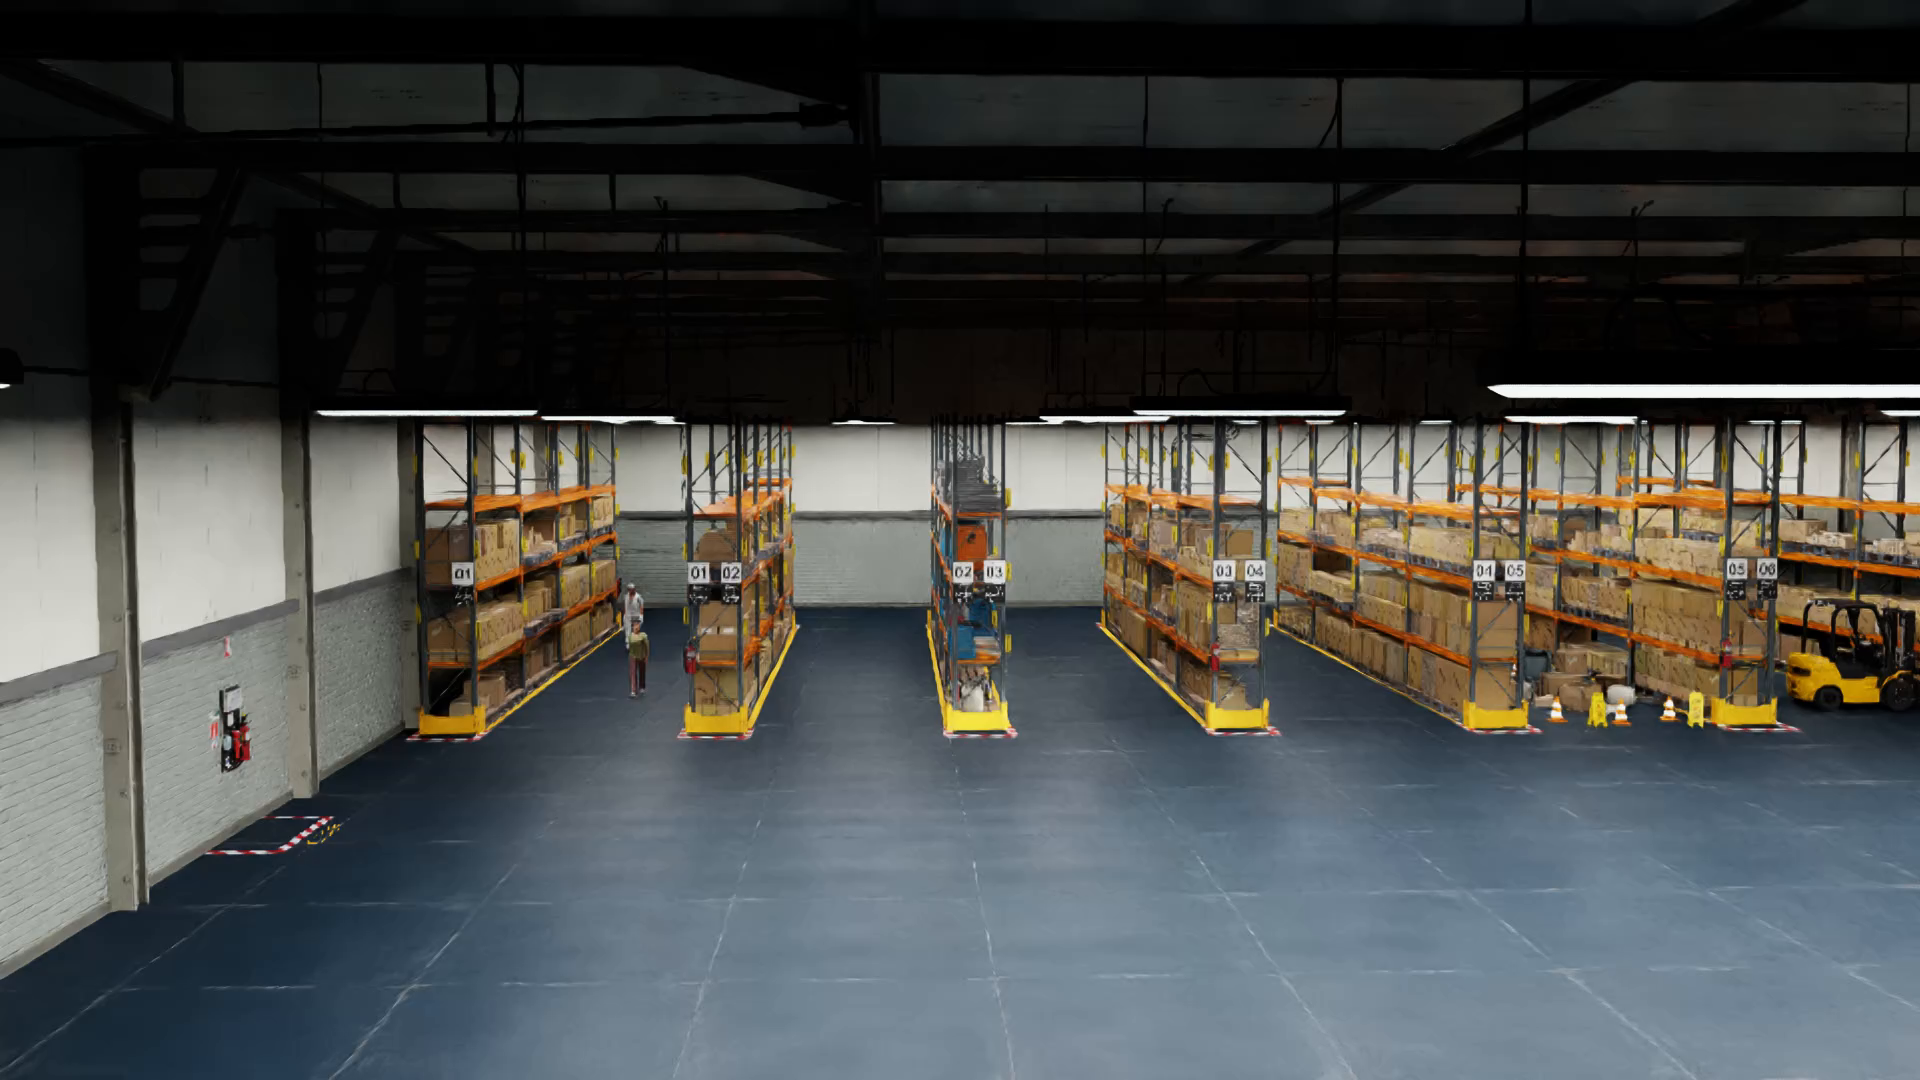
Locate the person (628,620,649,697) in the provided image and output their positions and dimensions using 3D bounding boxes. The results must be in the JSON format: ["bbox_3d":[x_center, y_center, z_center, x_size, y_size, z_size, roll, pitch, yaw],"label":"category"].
[{"bbox_3d":[-6.845,2.501,35.424,0.458,1.612,1.015,0,4,-3],"label":"person"}]

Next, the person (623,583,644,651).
[{"bbox_3d":[-8.374,1.958,42.569,0.564,1.736,1.044,0,4,-4],"label":"person"}]

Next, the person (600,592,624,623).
[{"bbox_3d":[-10.190,1.574,48.220,0.562,1.709,0.733,3,5,33],"label":"person"}]
